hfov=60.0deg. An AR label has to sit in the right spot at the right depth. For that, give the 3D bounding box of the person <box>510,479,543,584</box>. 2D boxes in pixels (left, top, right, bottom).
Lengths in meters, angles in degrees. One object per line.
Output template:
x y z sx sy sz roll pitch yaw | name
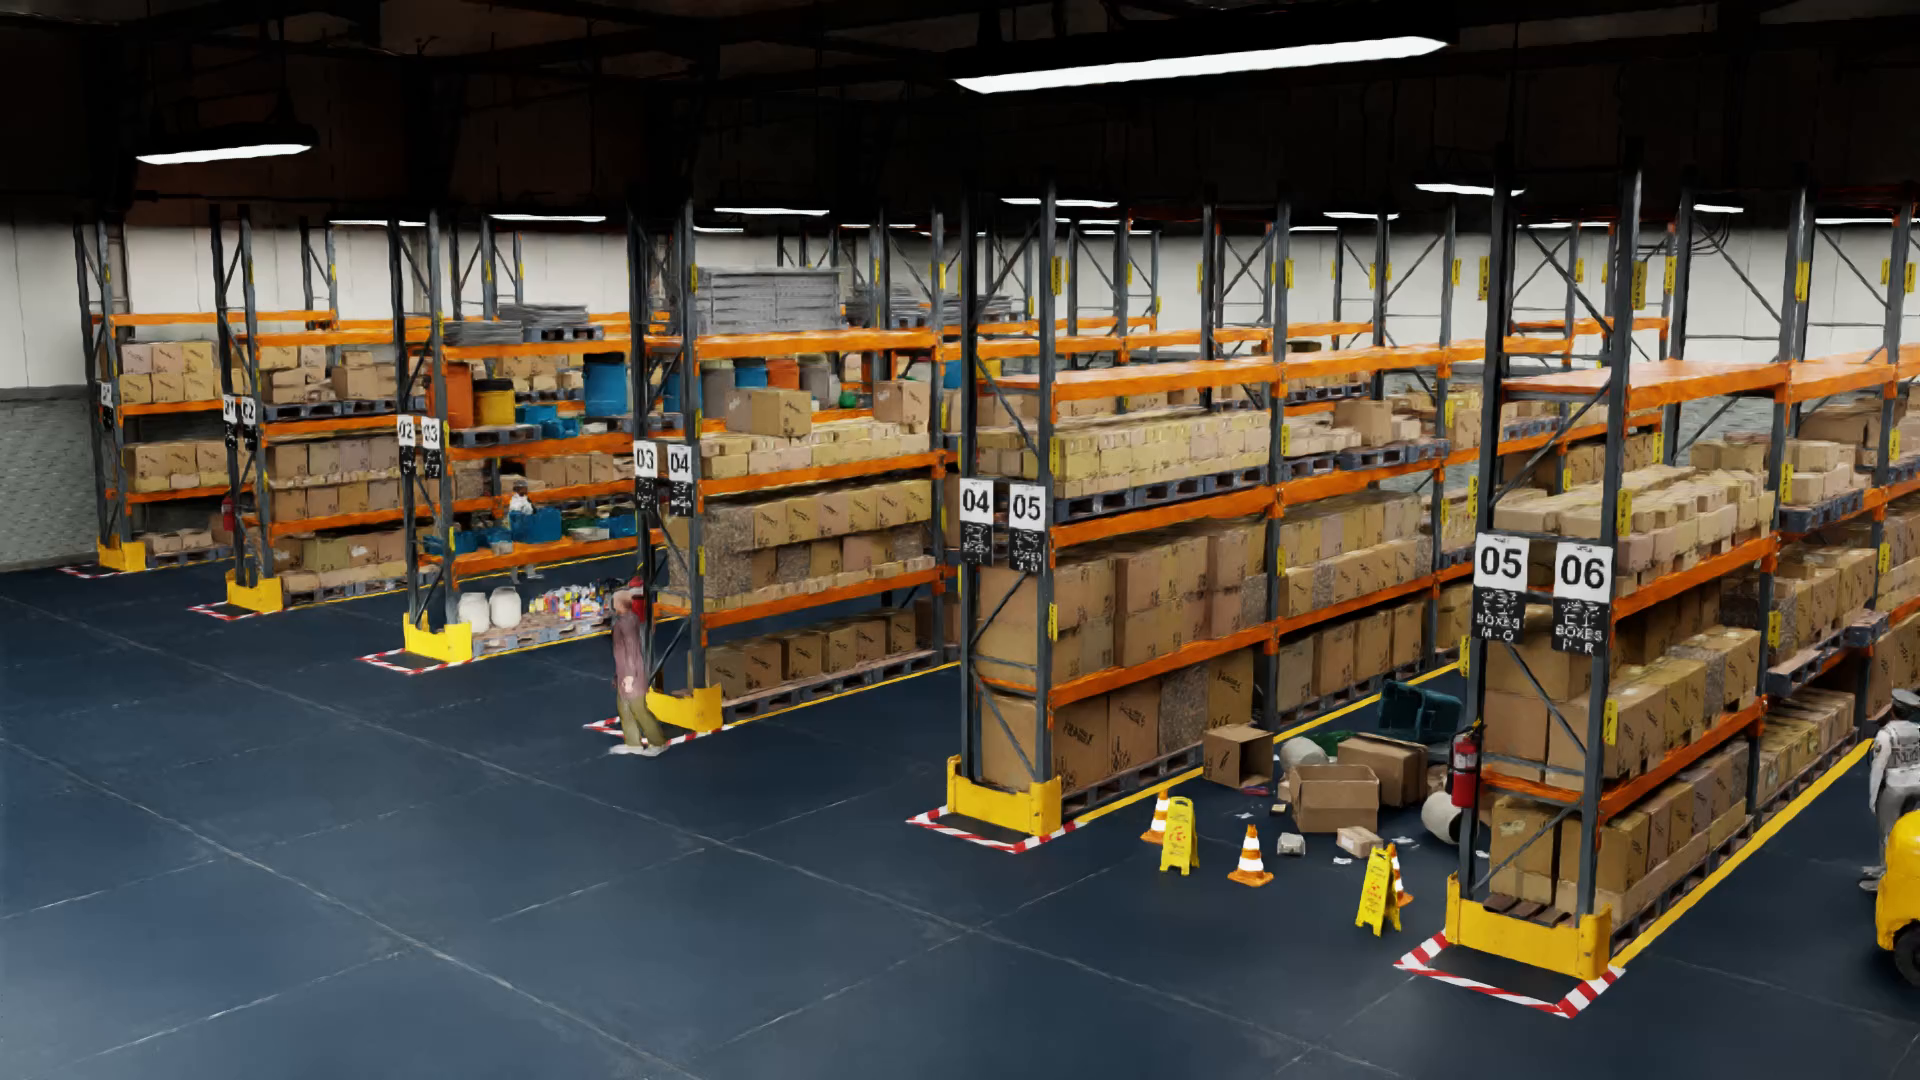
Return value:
-7.091 -0.151 27.031 0.440 1.683 0.551 3 10 16 | person

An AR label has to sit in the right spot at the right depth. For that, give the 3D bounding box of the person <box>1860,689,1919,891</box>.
7.705 2.063 13.784 0.524 1.677 0.463 -3 10 -18 | person

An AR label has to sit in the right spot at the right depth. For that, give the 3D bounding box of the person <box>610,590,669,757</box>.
-3.414 1.411 17.565 0.628 1.747 0.616 -2 10 -9 | person
